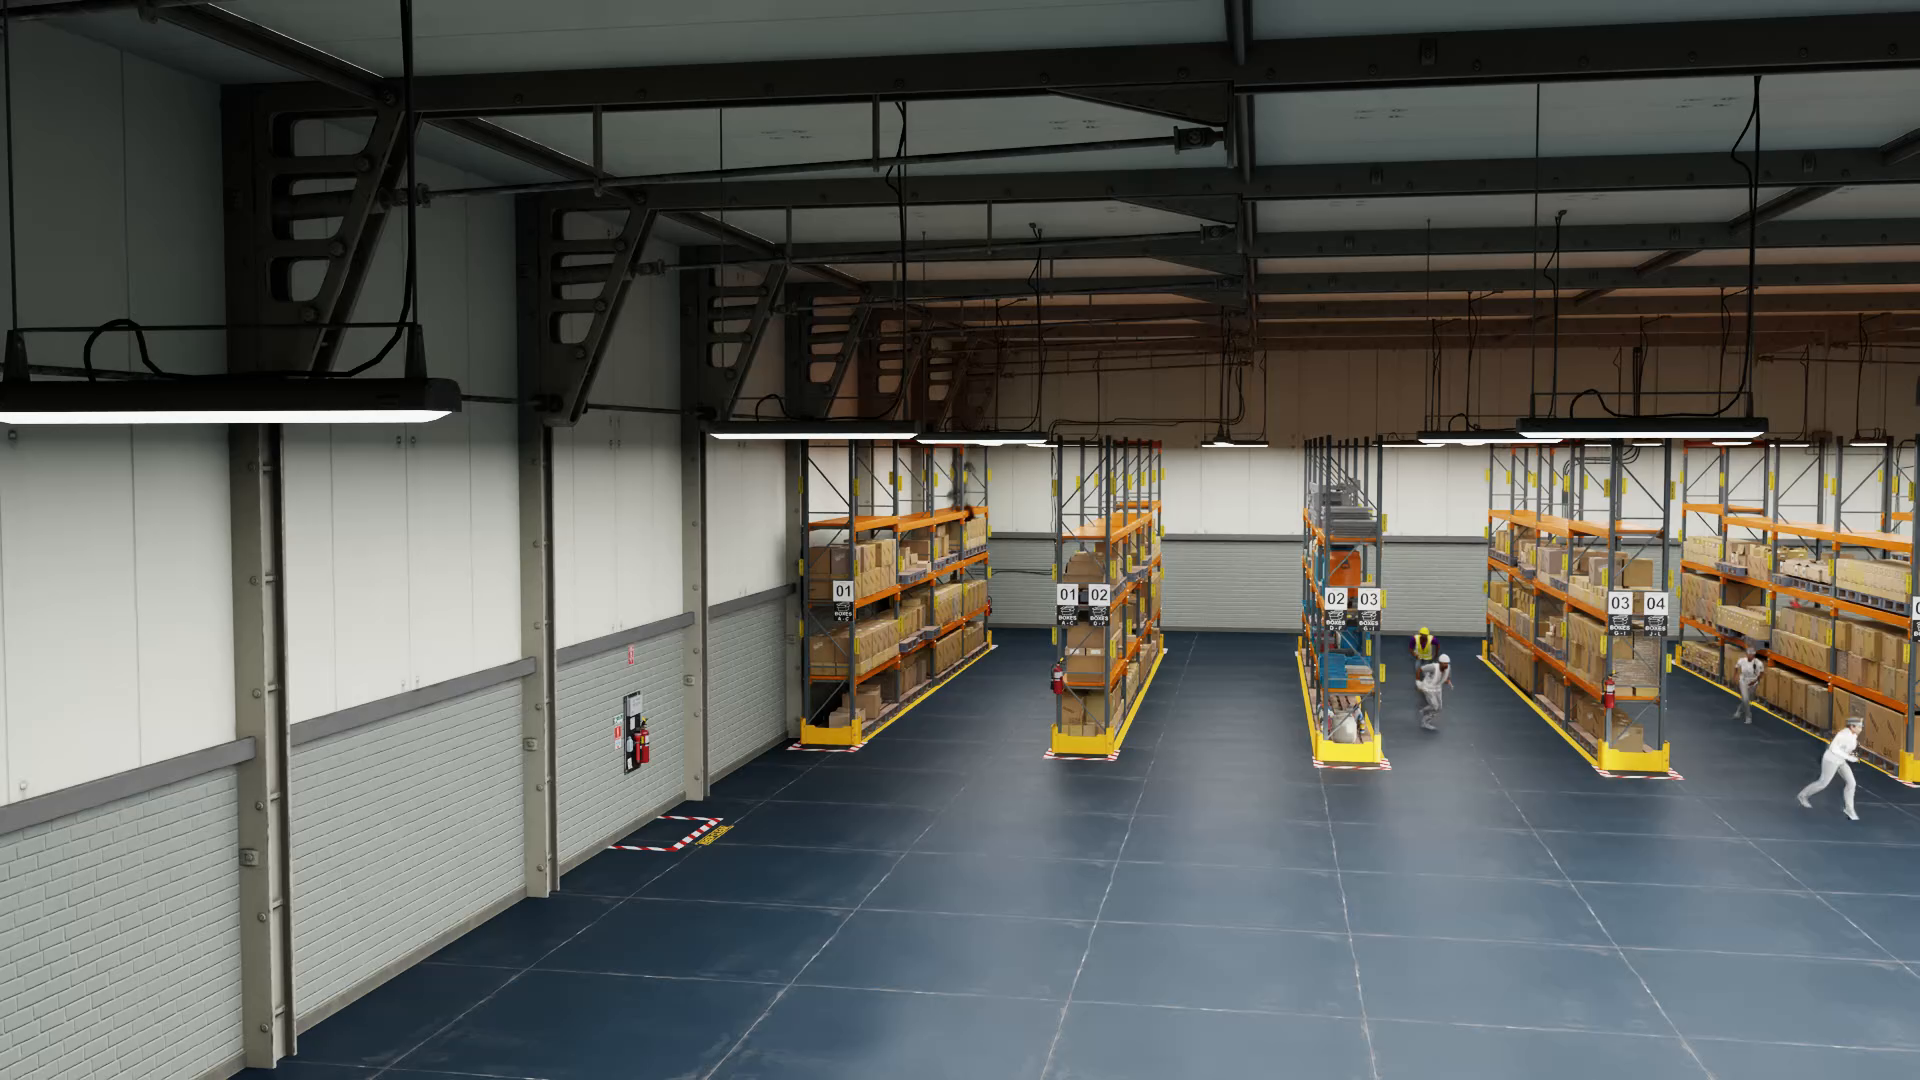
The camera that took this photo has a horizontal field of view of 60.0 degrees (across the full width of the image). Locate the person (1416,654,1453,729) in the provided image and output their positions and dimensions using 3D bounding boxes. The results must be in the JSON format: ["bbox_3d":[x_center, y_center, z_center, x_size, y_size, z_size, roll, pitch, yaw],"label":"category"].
[{"bbox_3d":[9.663,3.097,33.901,0.715,1.589,0.825,-1,3,-24],"label":"person"}]

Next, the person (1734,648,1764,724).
[{"bbox_3d":[16.609,3.053,35.048,0.580,1.639,0.820,1,3,18],"label":"person"}]

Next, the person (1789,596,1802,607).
[{"bbox_3d":[23.310,2.371,46.480,0.629,1.697,0.649,0,3,-1],"label":"person"}]

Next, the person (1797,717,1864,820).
[{"bbox_3d":[13.657,3.541,26.087,0.657,1.625,0.966,-3,4,-40],"label":"person"}]

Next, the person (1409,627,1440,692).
[{"bbox_3d":[10.971,2.820,39.314,0.724,1.571,0.924,1,3,10],"label":"person"}]
